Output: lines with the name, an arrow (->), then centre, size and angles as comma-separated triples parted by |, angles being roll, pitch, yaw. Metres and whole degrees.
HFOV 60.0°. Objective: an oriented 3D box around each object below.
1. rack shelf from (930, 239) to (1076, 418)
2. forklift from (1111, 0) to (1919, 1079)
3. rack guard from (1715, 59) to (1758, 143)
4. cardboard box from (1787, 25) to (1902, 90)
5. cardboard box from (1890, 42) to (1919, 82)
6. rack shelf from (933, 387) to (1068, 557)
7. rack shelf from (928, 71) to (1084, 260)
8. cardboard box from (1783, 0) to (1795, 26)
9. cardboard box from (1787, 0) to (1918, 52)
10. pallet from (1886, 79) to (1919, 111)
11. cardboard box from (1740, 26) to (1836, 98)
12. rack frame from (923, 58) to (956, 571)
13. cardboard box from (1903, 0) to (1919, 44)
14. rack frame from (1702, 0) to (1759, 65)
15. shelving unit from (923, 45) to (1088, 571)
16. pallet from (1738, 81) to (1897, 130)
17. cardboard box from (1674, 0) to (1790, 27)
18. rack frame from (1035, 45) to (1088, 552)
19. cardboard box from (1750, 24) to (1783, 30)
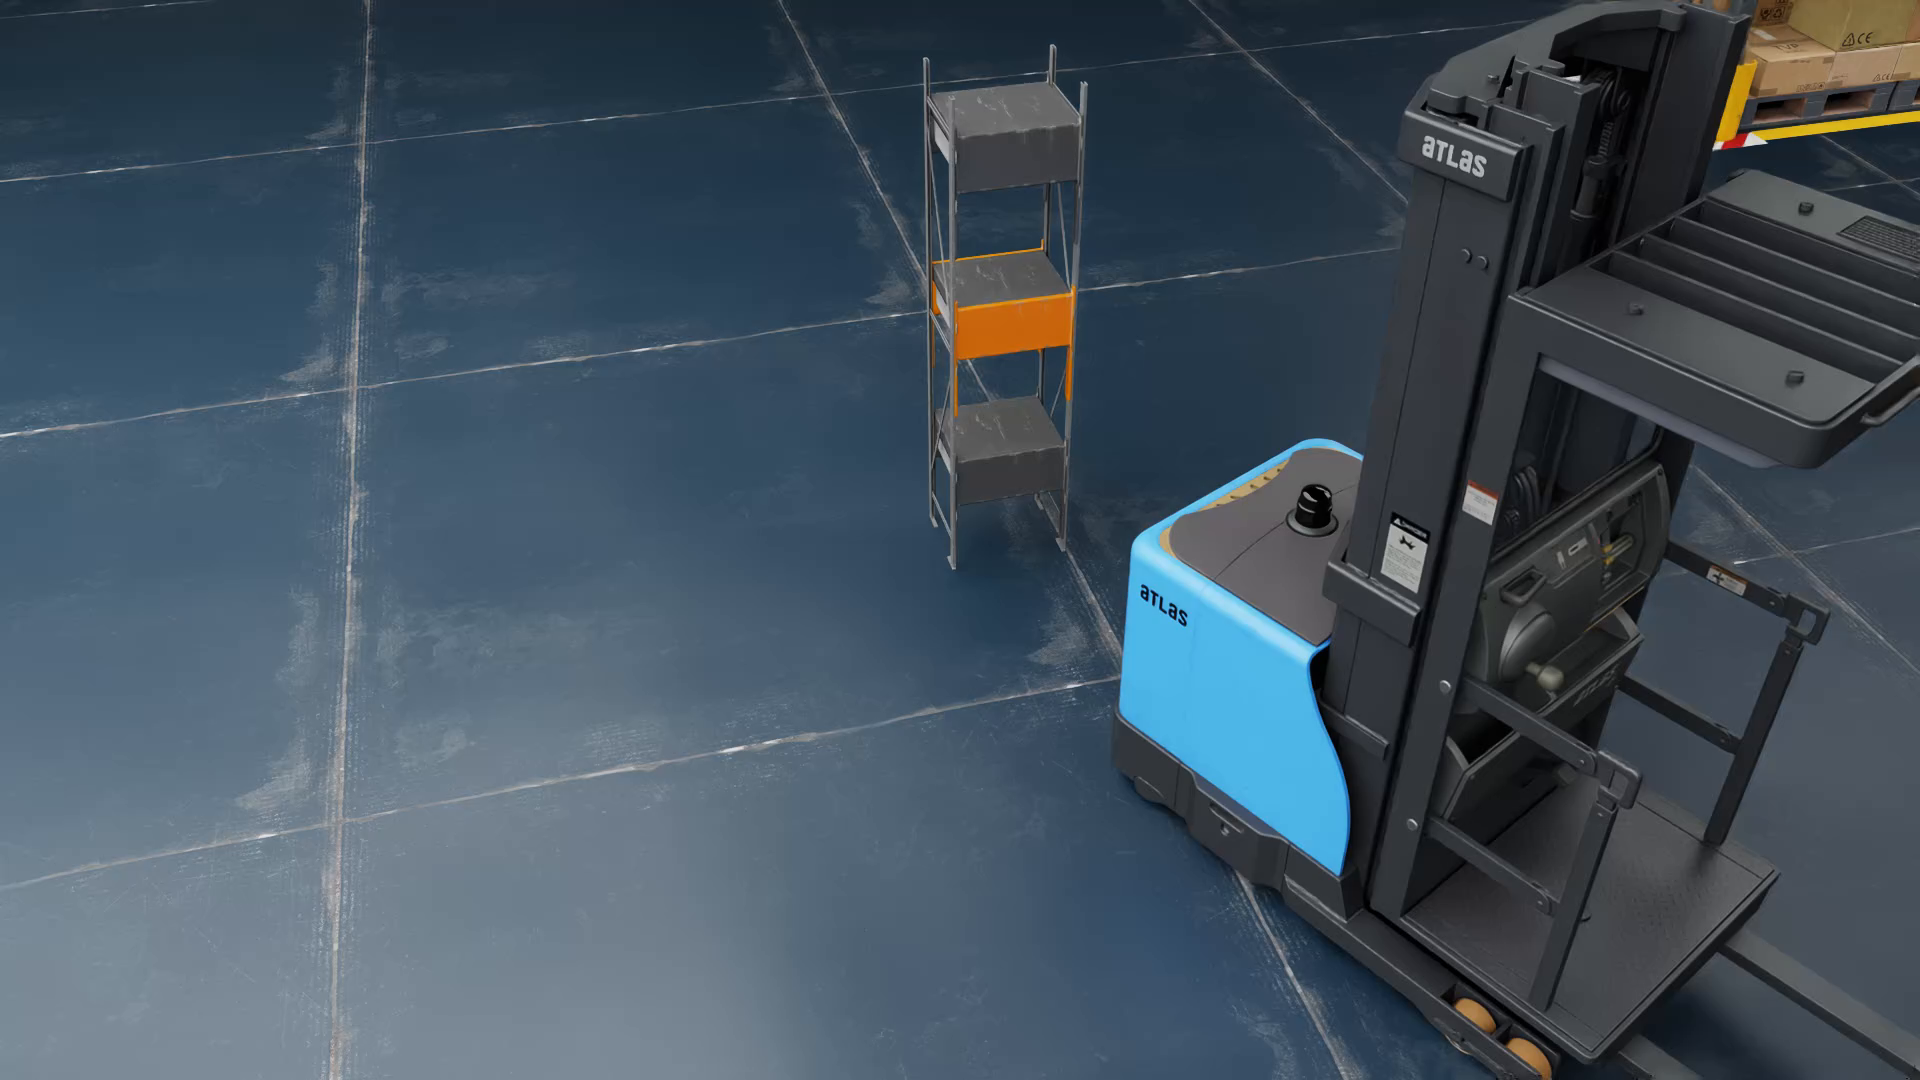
rack shelf -> 0.160, -0.849, 6.655 | 0.480, 0.518, 0.431 | -9, 38, -12
forklift -> 1.897, 0.166, 4.620 | 1.130, 2.935, 3.031 | -28, 45, -31
rack guard -> 4.643, -3.065, 10.845 | 0.348, 0.500, 1.175 | -9, 38, -12
cardboard box -> 5.724, -3.172, 10.845 | 0.500, 0.250, 0.500 | -9, 38, -12
cardboard box -> 6.207, -3.251, 10.948 | 0.500, 0.250, 0.500 | -9, 38, -12
rack shelf -> 0.160, -0.293, 7.080 | 0.480, 0.518, 0.431 | -9, 38, -12
rack shelf -> 0.160, -1.405, 6.229 | 0.480, 0.518, 0.431 | -9, 38, -12
cardboard box -> 5.587, -3.480, 11.248 | 0.500, 0.250, 0.500 | -9, 38, -12
cardboard box -> 5.724, -3.469, 10.616 | 0.500, 0.500, 0.500 | -9, 38, -12
pallet -> 6.569, -3.291, 11.378 | 1.213, 0.211, 1.003 | -9, 38, -12
cardboard box -> 5.242, -3.090, 10.739 | 0.500, 0.250, 0.500 | -9, 38, -12
rack frame -> -0.076, -0.822, 6.596 | 0.015, 2.100, 0.400 | -9, 38, -12
cardboard box -> 6.204, -3.555, 10.729 | 0.500, 0.500, 0.500 | -9, 38, -12
rack frame -> 4.666, -4.061, 10.090 | 0.127, 3.000, 1.000 | -9, 38, -12
shelving unit -> 0.160, -0.860, 6.646 | 0.503, 2.100, 0.431 | -9, 38, -12
pallet -> 5.394, -3.099, 11.128 | 1.213, 0.211, 1.003 | -9, 38, -12
cardboard box -> 5.107, -3.693, 10.910 | 0.500, 0.500, 0.500 | -9, 38, -12
rack frame -> 0.395, -0.899, 6.697 | 0.015, 2.100, 0.400 | -9, 38, -12
cardboard box -> 5.107, -3.394, 11.136 | 0.500, 0.250, 0.500 | -9, 38, -12
